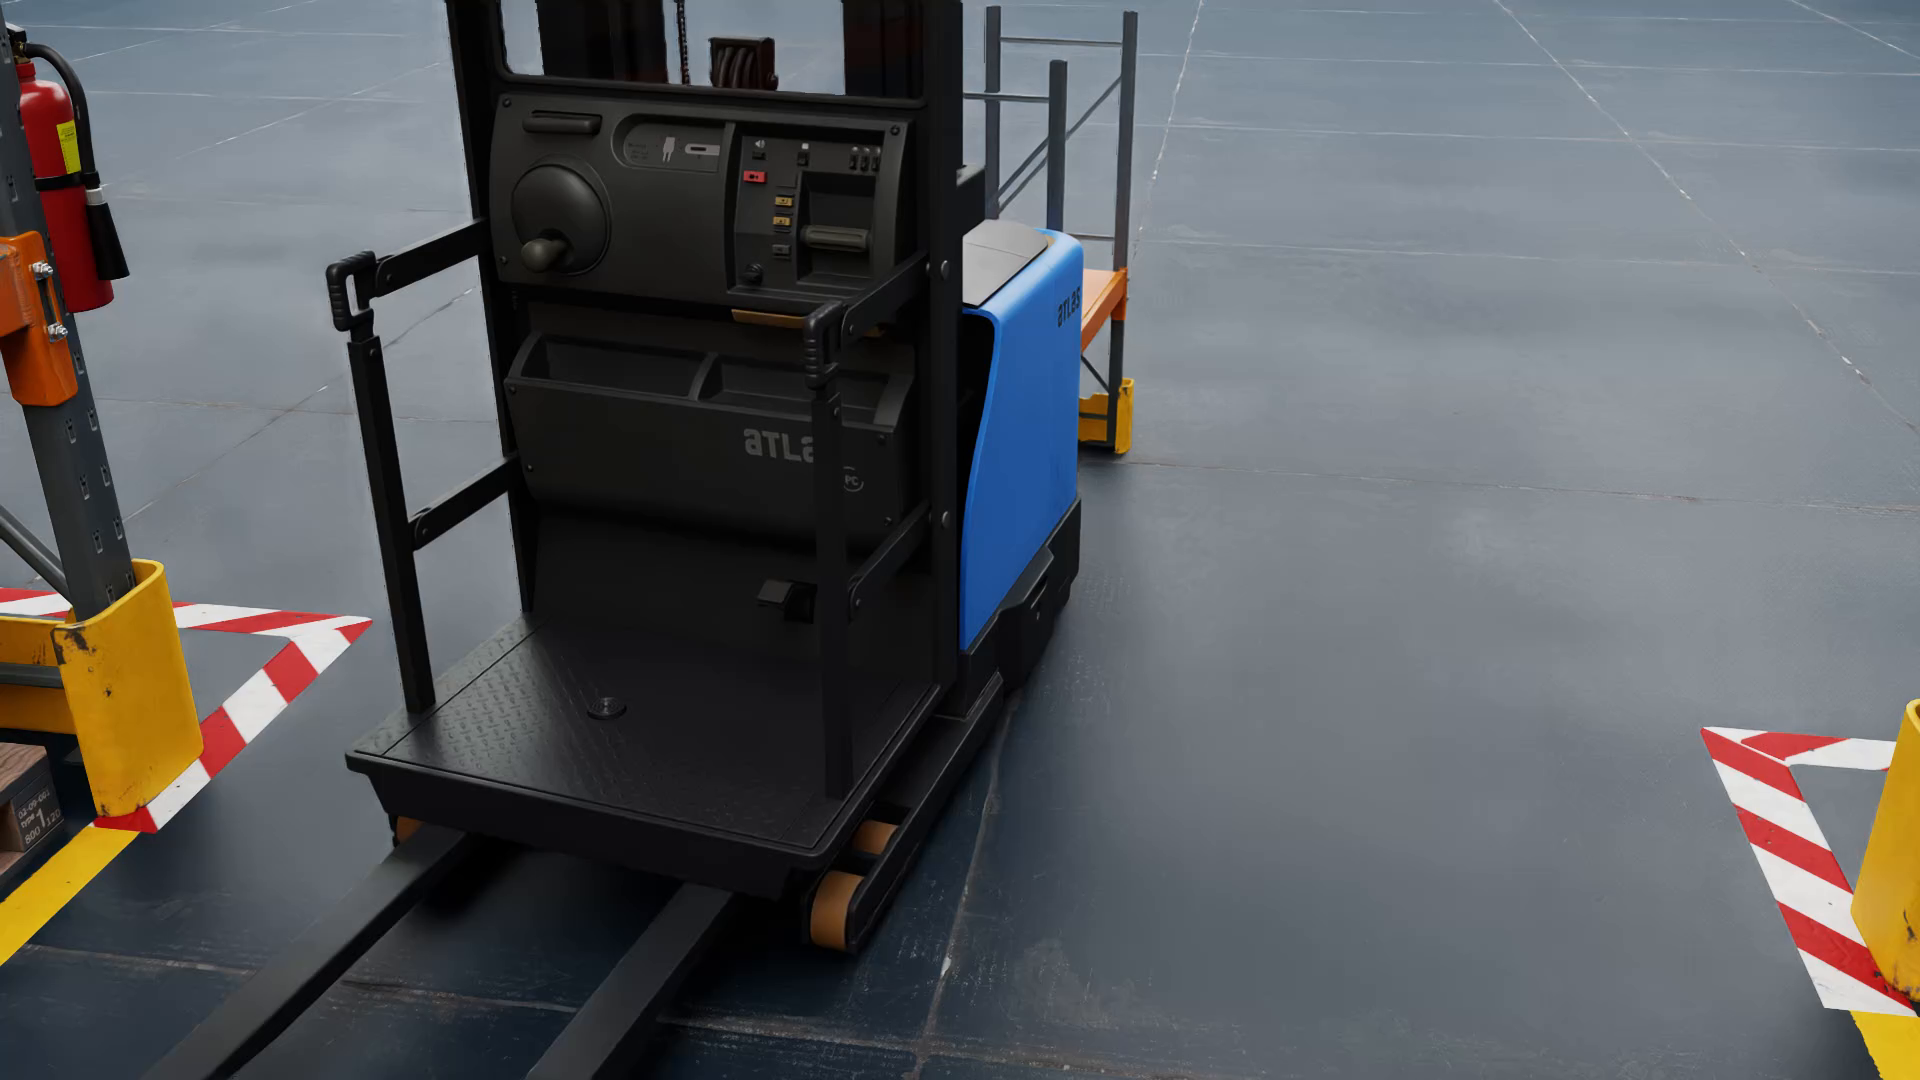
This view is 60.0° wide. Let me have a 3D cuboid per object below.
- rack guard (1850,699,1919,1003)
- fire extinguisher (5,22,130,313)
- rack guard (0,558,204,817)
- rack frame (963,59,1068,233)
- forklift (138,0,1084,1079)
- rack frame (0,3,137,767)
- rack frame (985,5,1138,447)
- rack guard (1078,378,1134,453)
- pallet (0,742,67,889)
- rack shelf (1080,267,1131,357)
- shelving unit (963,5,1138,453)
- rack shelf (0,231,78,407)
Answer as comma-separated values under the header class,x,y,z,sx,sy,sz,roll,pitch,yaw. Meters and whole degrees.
class,x,y,z,sx,sy,sz,roll,pitch,yaw
rack guard,2.460,0.657,3.257,1.175,0.500,0.348,4,25,9
fire extinguisher,-1.987,-0.834,3.585,0.296,0.674,0.183,4,25,9
rack guard,-2.473,0.310,3.997,1.175,0.500,0.348,4,25,9
rack frame,0.045,-0.632,4.832,0.500,1.500,0.032,7,26,15
forklift,-0.619,-0.672,3.229,1.130,2.935,3.031,8,26,17
rack frame,-2.460,-0.853,3.535,1.000,3.000,0.127,4,25,9
rack frame,0.330,-1.046,5.716,0.500,1.500,0.032,7,26,15
rack guard,0.324,-0.472,5.964,0.587,0.250,0.087,7,26,15
pallet,-2.641,0.779,3.338,1.003,0.211,1.213,4,25,9
rack shelf,0.188,-0.676,5.350,0.538,0.185,1.000,7,26,15
shelving unit,0.185,-0.835,5.266,0.587,1.500,1.083,7,26,15
rack shelf,-2.787,0.309,1.900,1.077,0.370,4.000,4,25,9
